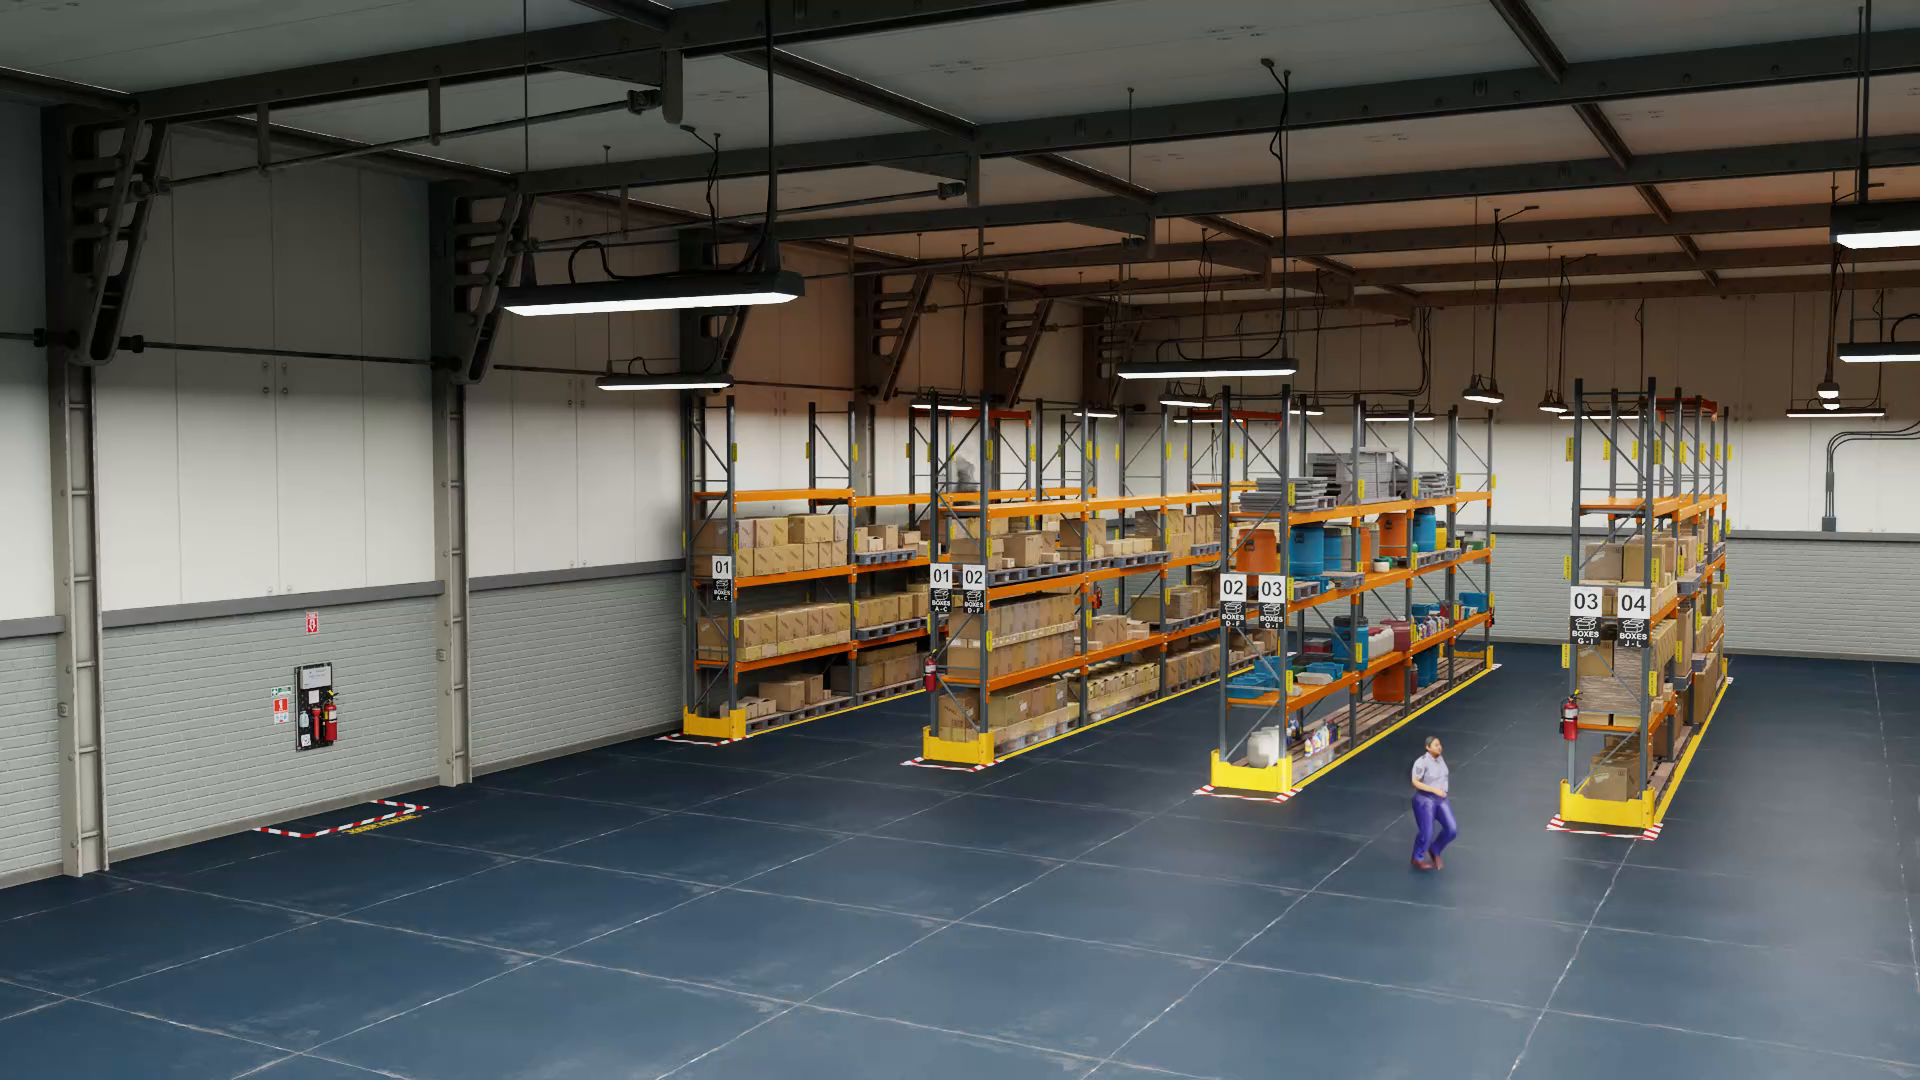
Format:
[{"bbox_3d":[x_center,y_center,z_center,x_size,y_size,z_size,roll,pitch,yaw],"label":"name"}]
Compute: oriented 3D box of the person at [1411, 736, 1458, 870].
[{"bbox_3d":[5.647,3.150,19.838,0.611,1.637,0.623,-2,3,-28],"label":"person"}]
